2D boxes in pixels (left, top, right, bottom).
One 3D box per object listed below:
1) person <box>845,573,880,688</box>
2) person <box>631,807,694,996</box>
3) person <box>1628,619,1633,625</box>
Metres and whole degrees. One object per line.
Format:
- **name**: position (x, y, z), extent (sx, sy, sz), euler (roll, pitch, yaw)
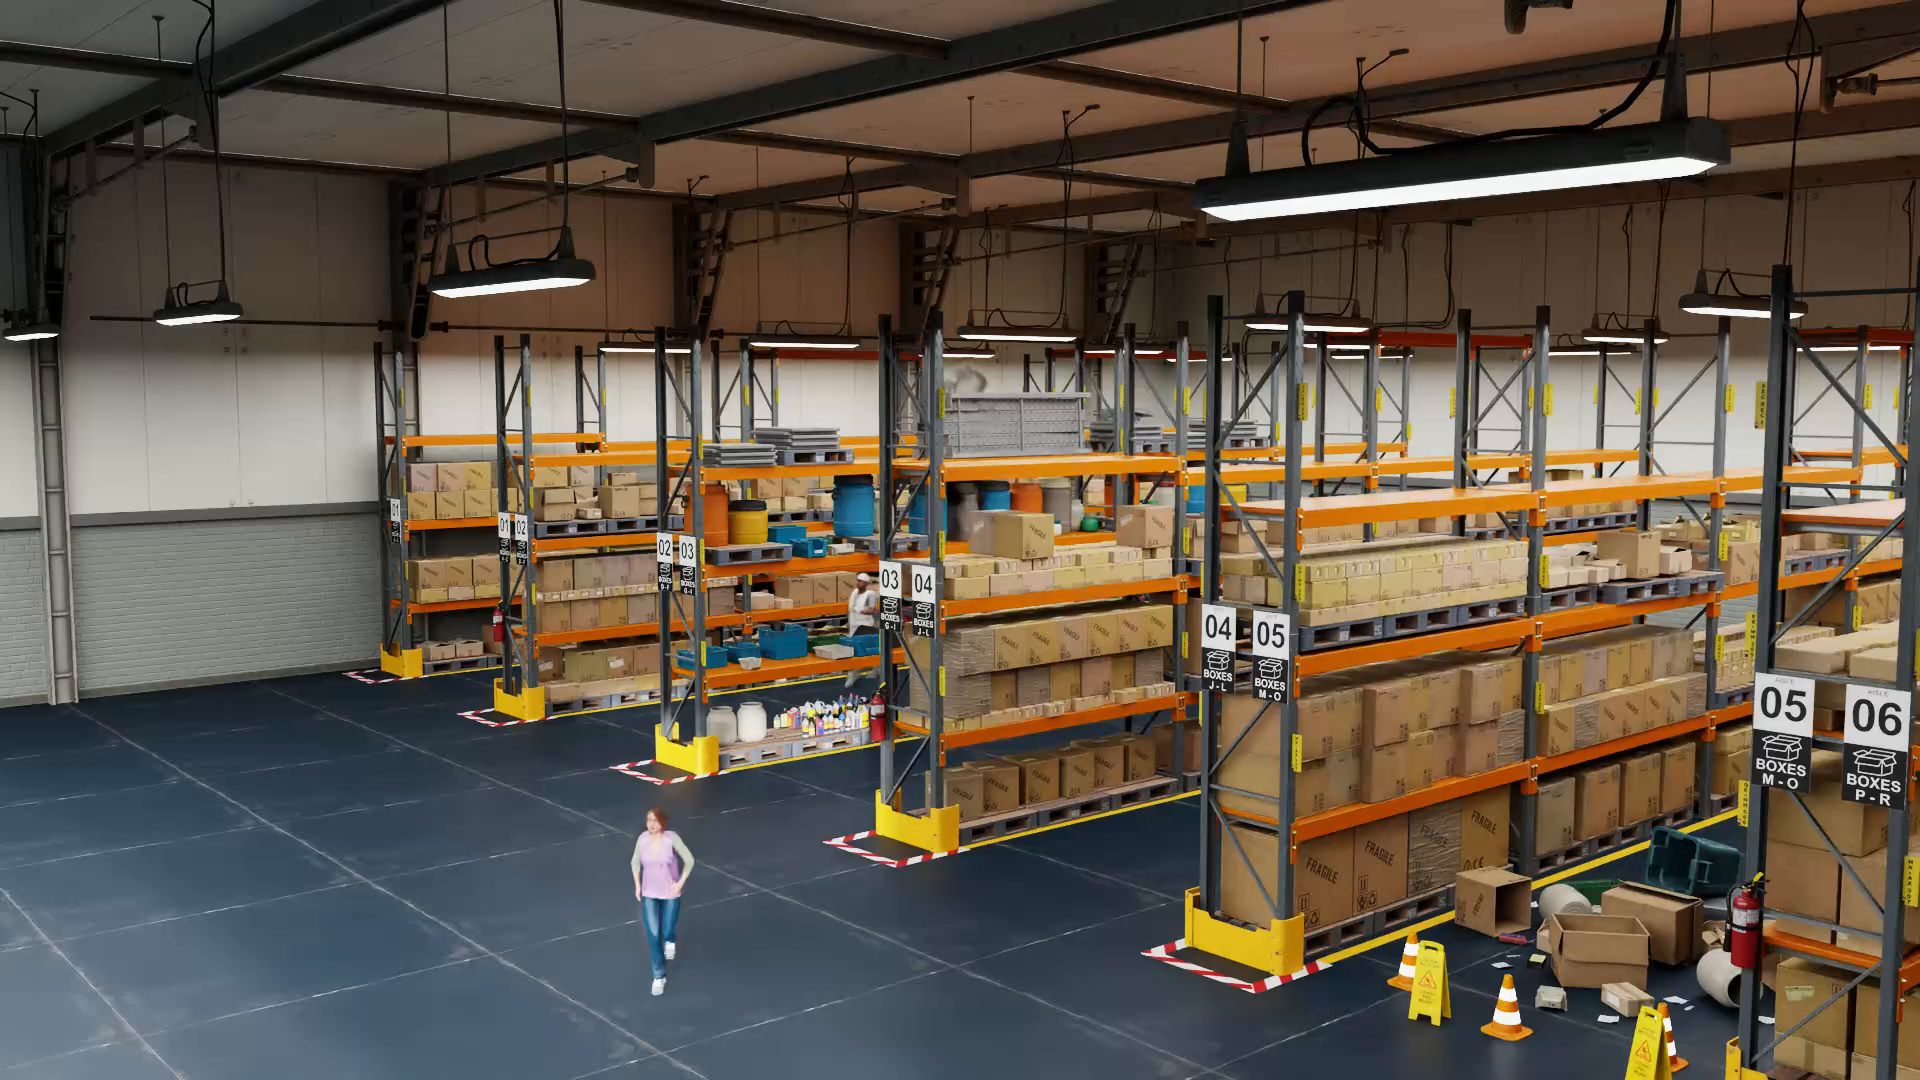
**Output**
- **person**: position (-1.643, 1.490, 27.605), extent (0.662, 1.898, 0.753), euler (4, 6, 37)
- **person**: position (-2.575, 3.077, 14.444), extent (0.555, 1.602, 0.659), euler (0, 5, 3)
- **person**: position (9.944, 2.025, 24.649), extent (0.656, 1.714, 0.939), euler (5, 7, 44)
